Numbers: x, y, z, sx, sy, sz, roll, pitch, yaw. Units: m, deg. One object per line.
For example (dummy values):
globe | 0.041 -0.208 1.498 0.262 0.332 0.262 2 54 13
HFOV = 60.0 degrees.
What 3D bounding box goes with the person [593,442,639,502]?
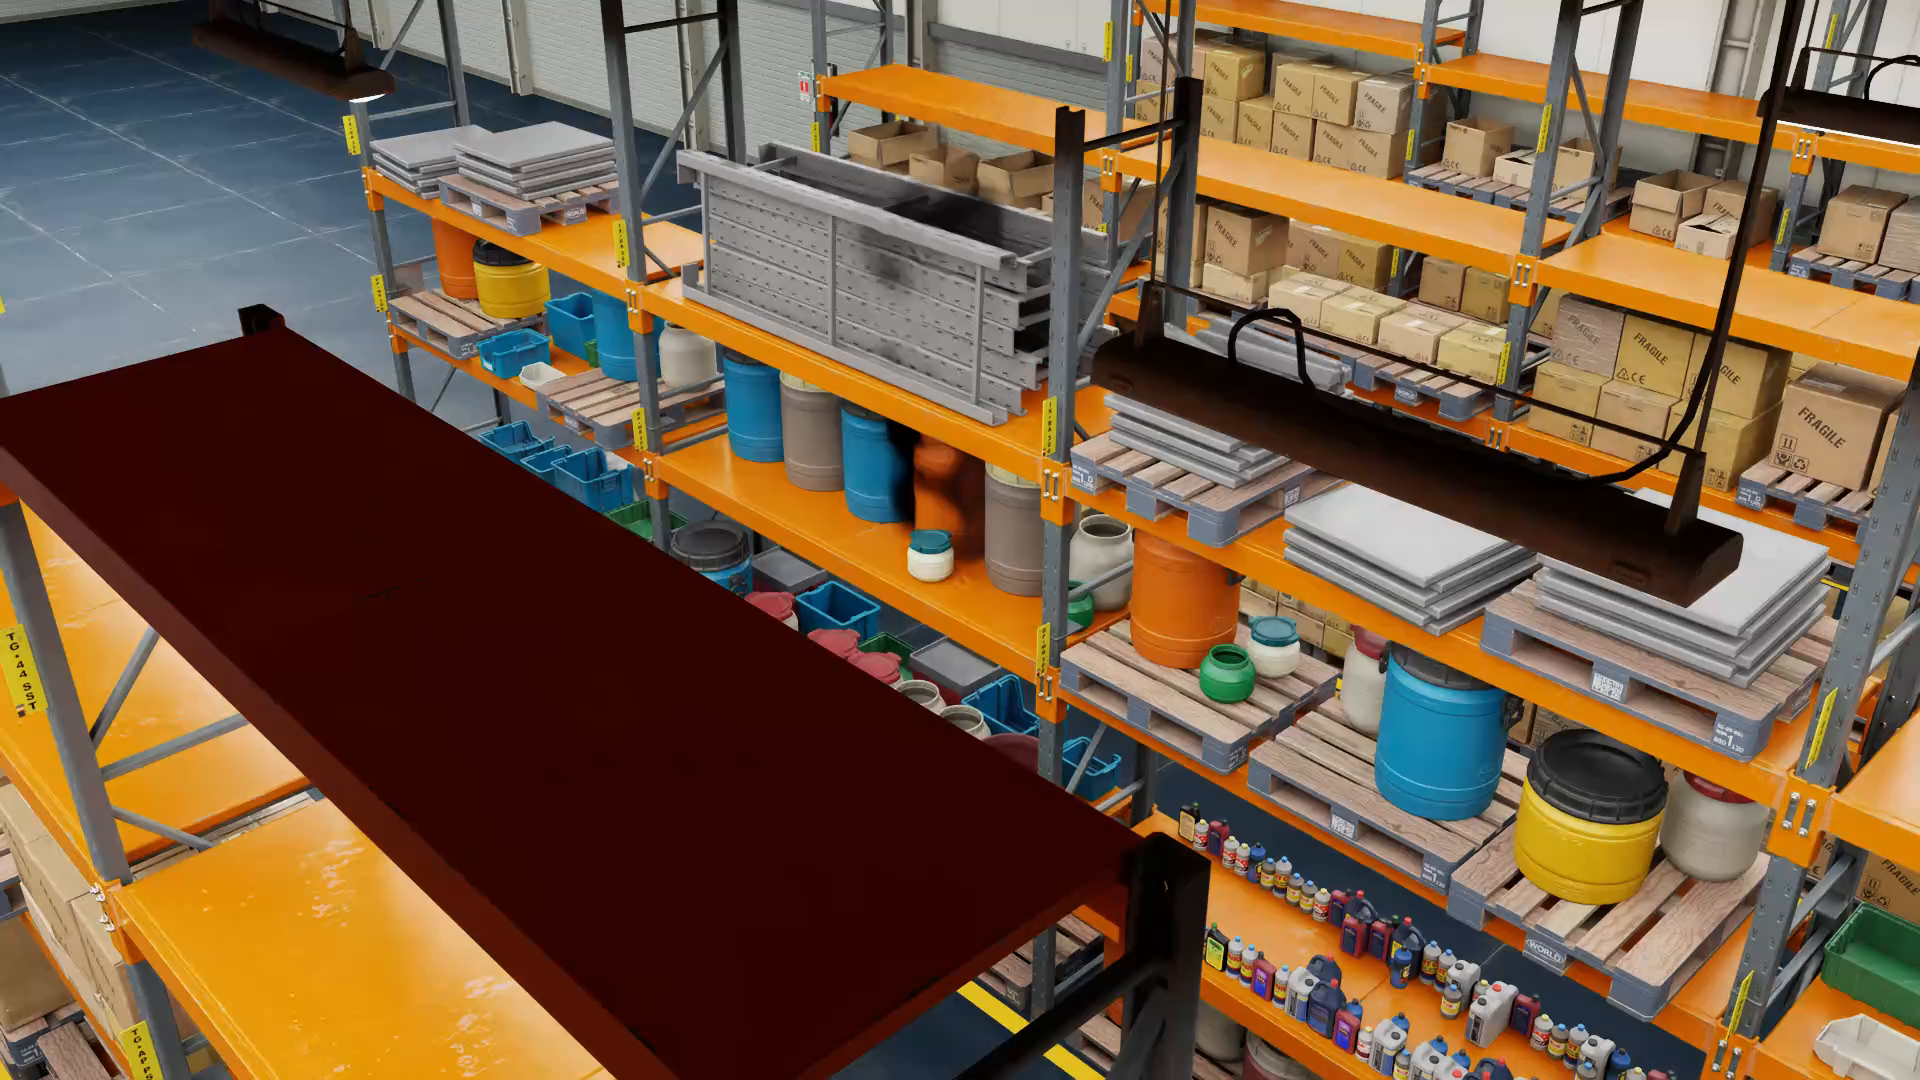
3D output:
person | -3.401 -0.775 16.527 0.545 1.726 0.704 18 33 30
